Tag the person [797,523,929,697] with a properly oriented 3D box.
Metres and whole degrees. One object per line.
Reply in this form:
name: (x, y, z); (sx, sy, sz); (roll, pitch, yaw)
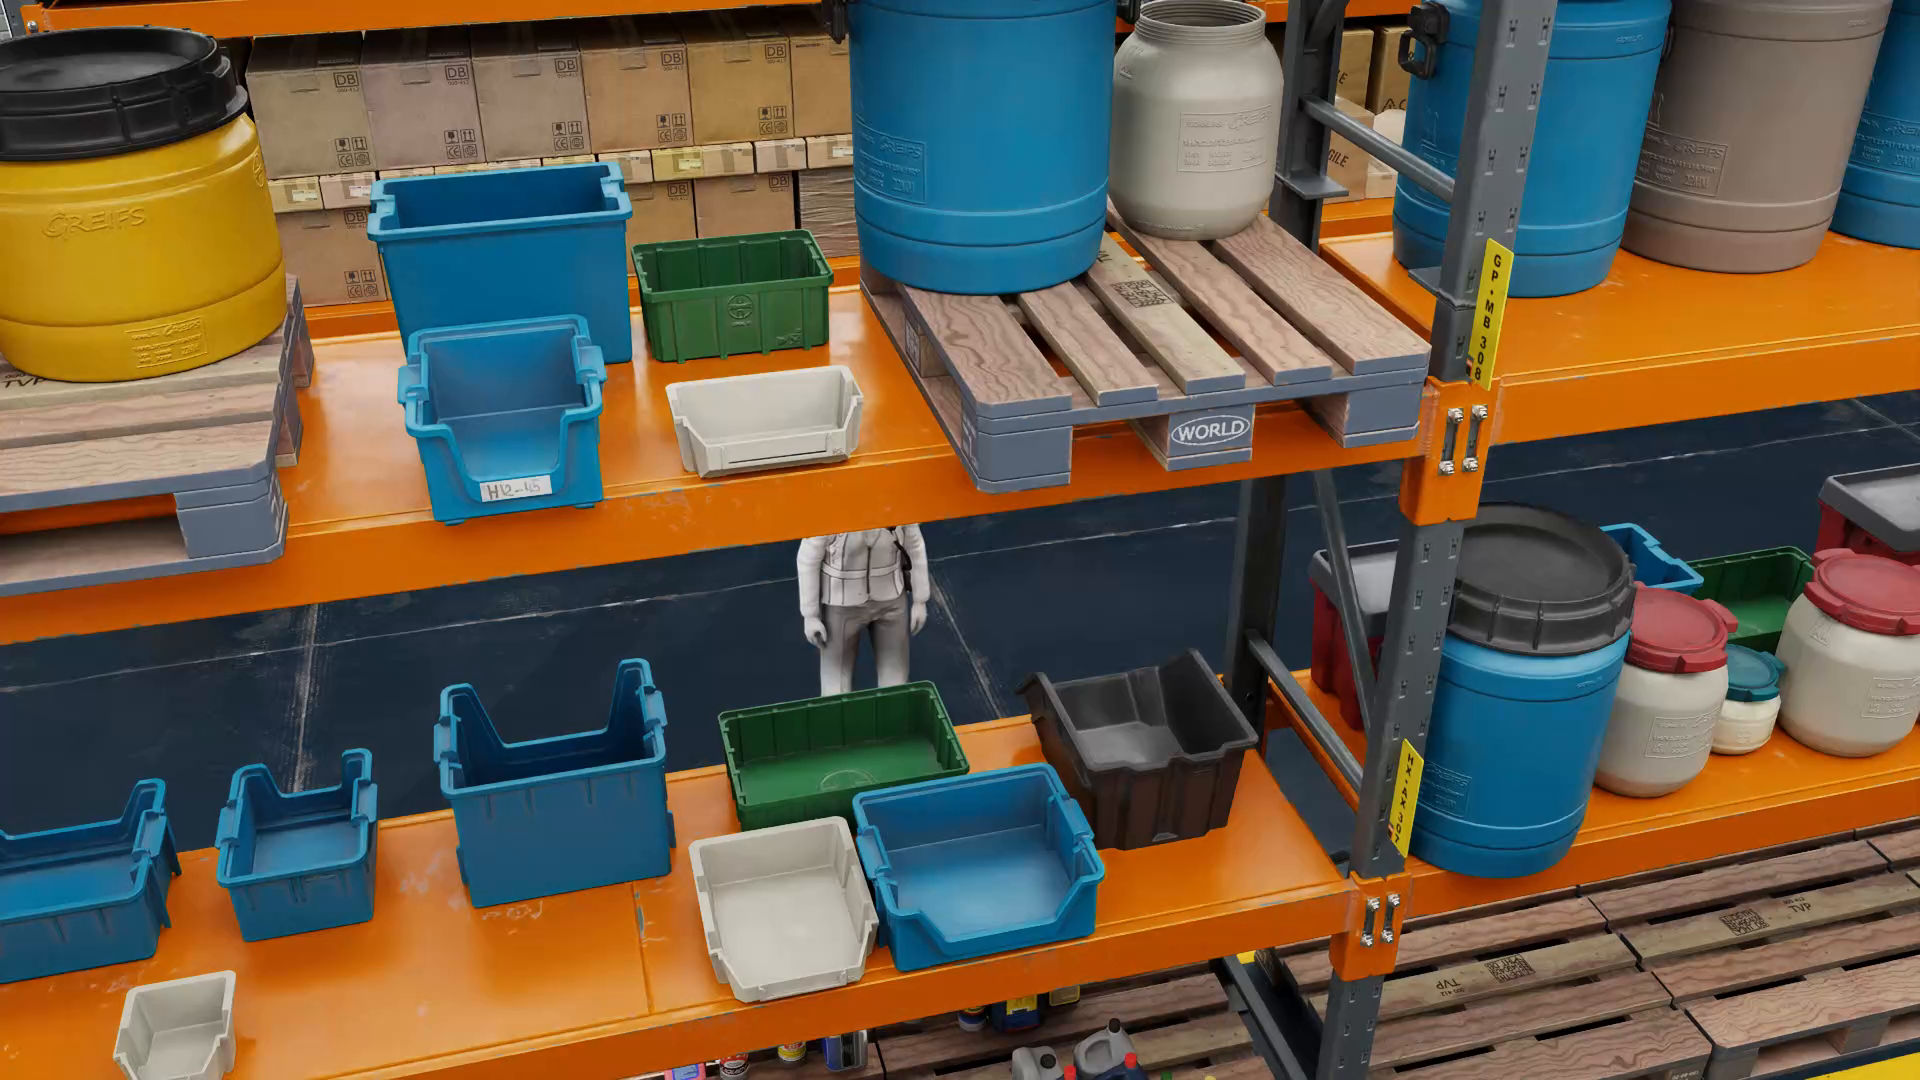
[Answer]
person: (-0.373, 0.282, 6.649); (0.526, 1.662, 0.410); (-8, 31, -13)
